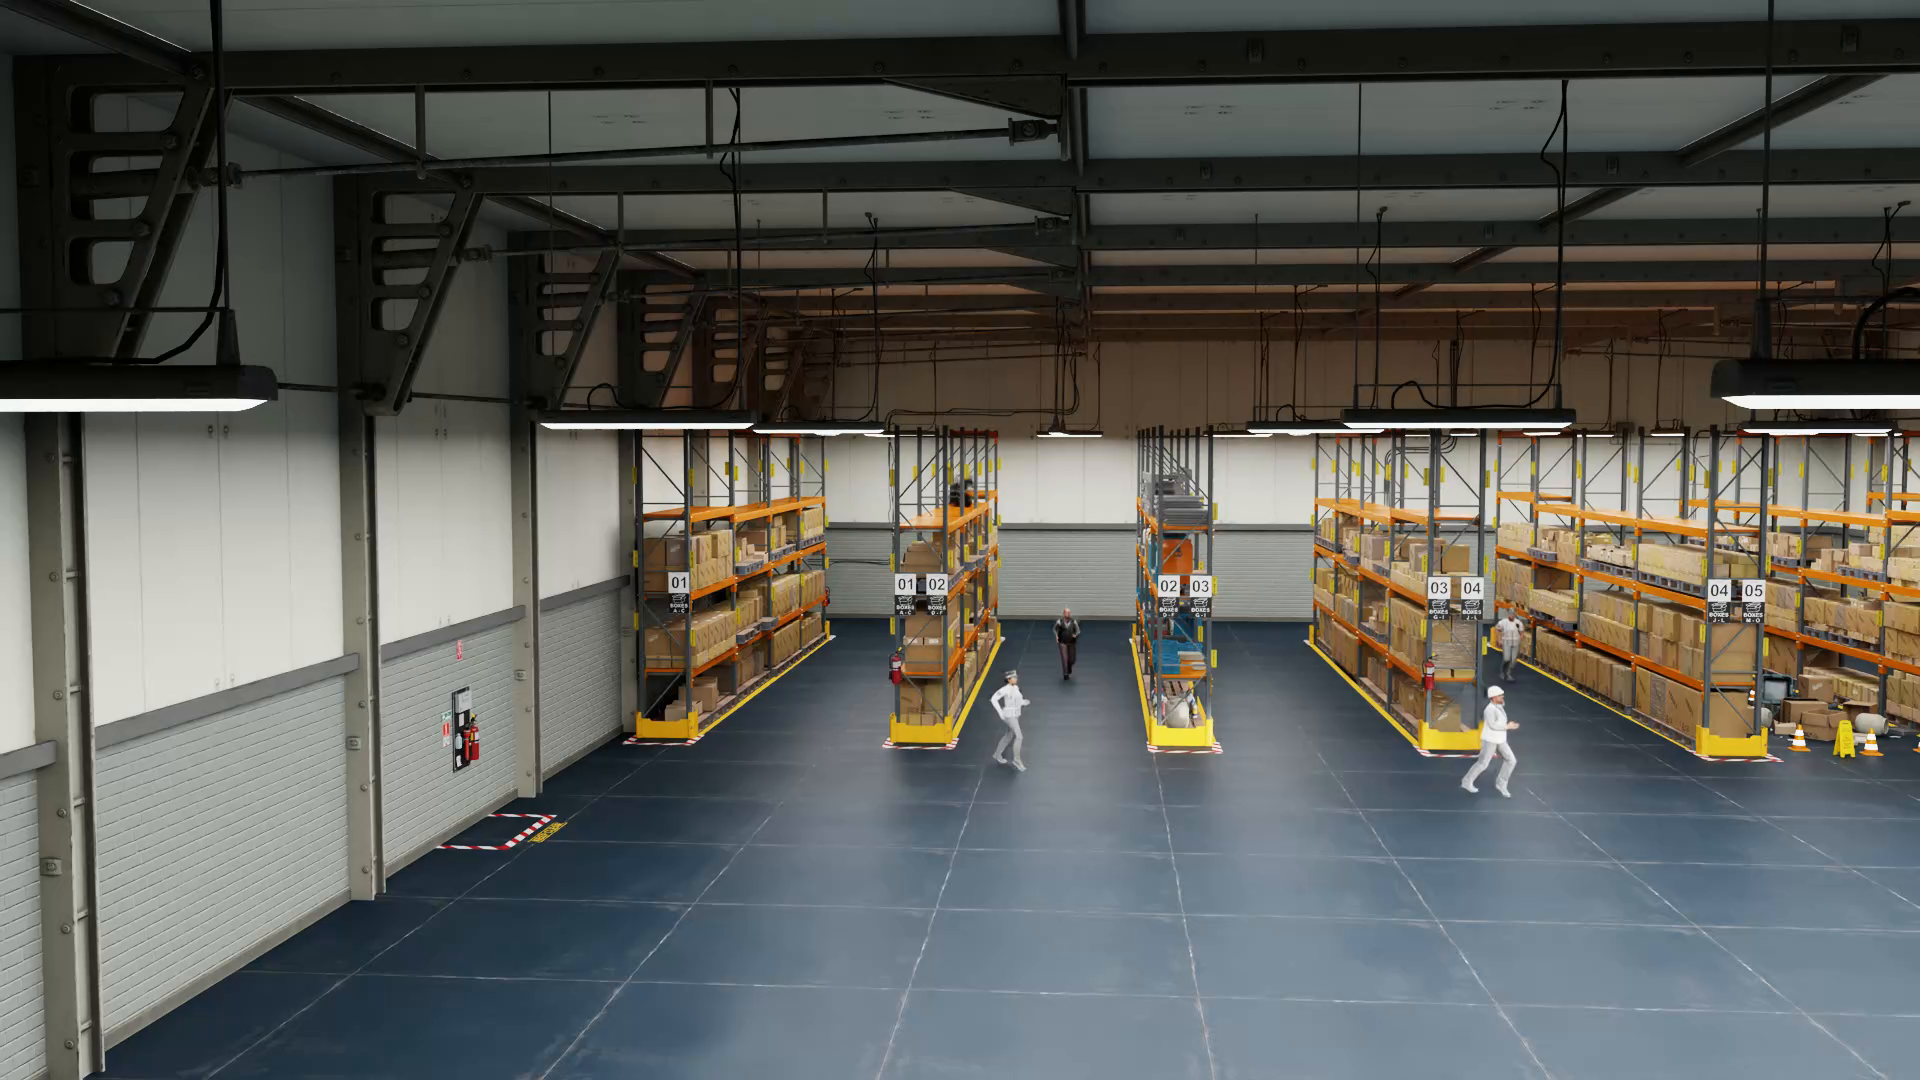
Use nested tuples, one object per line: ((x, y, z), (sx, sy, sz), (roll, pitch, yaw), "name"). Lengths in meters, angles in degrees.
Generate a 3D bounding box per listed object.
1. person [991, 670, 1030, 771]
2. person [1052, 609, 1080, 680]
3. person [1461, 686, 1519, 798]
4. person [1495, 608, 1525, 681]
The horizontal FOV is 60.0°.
((0.881, 3.131, 29.030), (0.762, 1.754, 0.583), (2, 4, 29), "person")
((2.553, 2.488, 39.825), (0.668, 1.687, 0.803), (0, 3, -4), "person")
((8.543, 3.236, 26.692), (0.887, 1.812, 0.662), (3, 4, 37), "person")
((13.073, 2.477, 39.426), (0.667, 1.756, 0.617), (0, 3, 4), "person")
